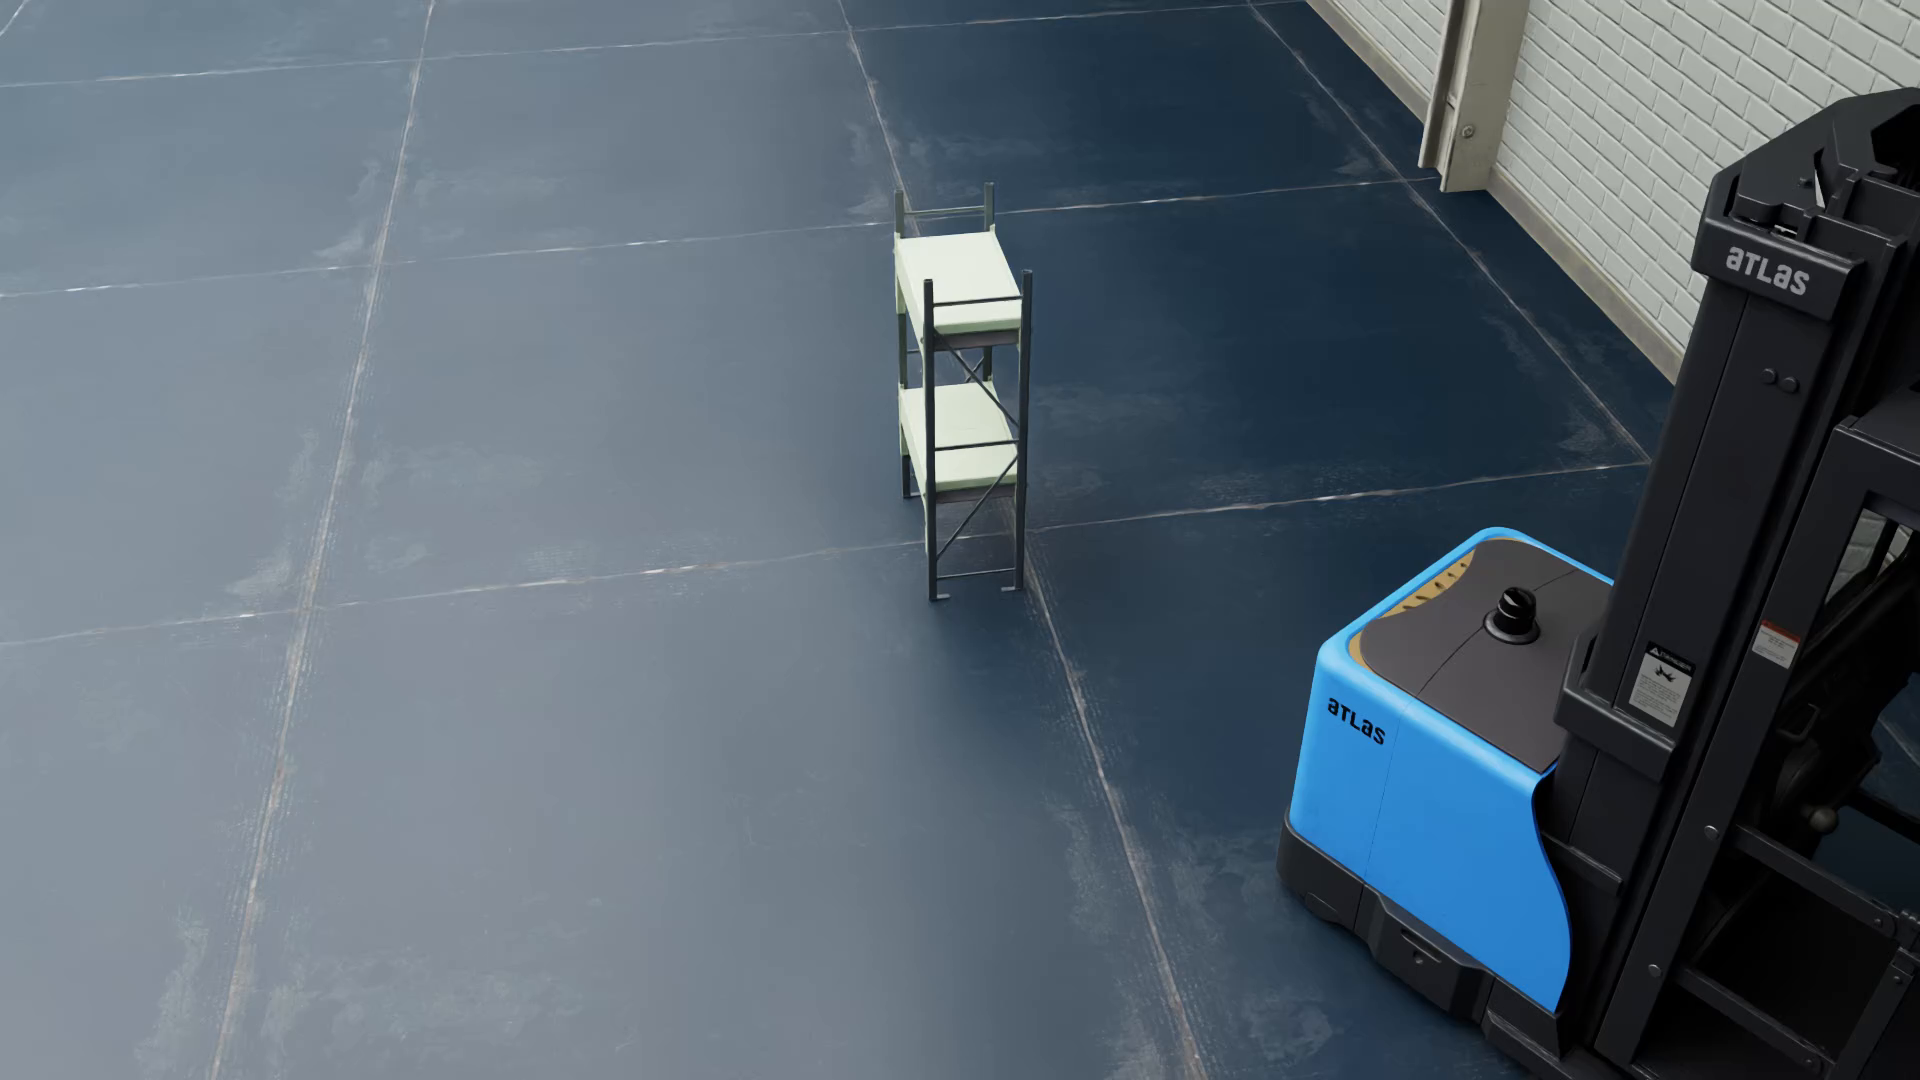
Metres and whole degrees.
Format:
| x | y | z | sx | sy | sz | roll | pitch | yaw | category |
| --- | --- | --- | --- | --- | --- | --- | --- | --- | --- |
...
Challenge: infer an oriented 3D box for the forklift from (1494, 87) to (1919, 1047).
| x | y | z | sx | sy | sz | roll | pitch | yaw | category |
| --- | --- | --- | --- | --- | --- | --- | --- | --- | --- |
| 2.442 | 0.491 | 4.229 | 1.121 | 2.935 | 3.031 | -29 | 46 | -32 | forklift |

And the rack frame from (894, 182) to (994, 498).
| x | y | z | sx | sy | sz | roll | pitch | yaw | category |
| --- | --- | --- | --- | --- | --- | --- | --- | --- | --- |
| -0.063 | -0.809 | 7.069 | 0.400 | 1.500 | 0.023 | -6 | 38 | -8 | rack frame |

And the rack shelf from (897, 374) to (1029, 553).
| x | y | z | sx | sy | sz | roll | pitch | yaw | category |
| --- | --- | --- | --- | --- | --- | --- | --- | --- | --- |
| 0.001 | -0.331 | 6.985 | 0.431 | 0.370 | 0.720 | -6 | 38 | -8 | rack shelf |

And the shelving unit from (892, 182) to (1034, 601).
| x | y | z | sx | sy | sz | roll | pitch | yaw | category |
| --- | --- | --- | --- | --- | --- | --- | --- | --- | --- |
| 0.001 | -0.588 | 6.785 | 0.431 | 1.500 | 0.755 | -6 | 38 | -8 | shelving unit |

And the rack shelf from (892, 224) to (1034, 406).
| x | y | z | sx | sy | sz | roll | pitch | yaw | category |
| --- | --- | --- | --- | --- | --- | --- | --- | --- | --- |
| 0.001 | -0.896 | 6.545 | 0.431 | 0.370 | 0.720 | -6 | 38 | -8 | rack shelf |

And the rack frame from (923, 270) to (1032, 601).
| x | y | z | sx | sy | sz | roll | pitch | yaw | category |
| --- | --- | --- | --- | --- | --- | --- | --- | --- | --- |
| 0.065 | -0.367 | 6.500 | 0.400 | 1.500 | 0.023 | -6 | 38 | -8 | rack frame |
